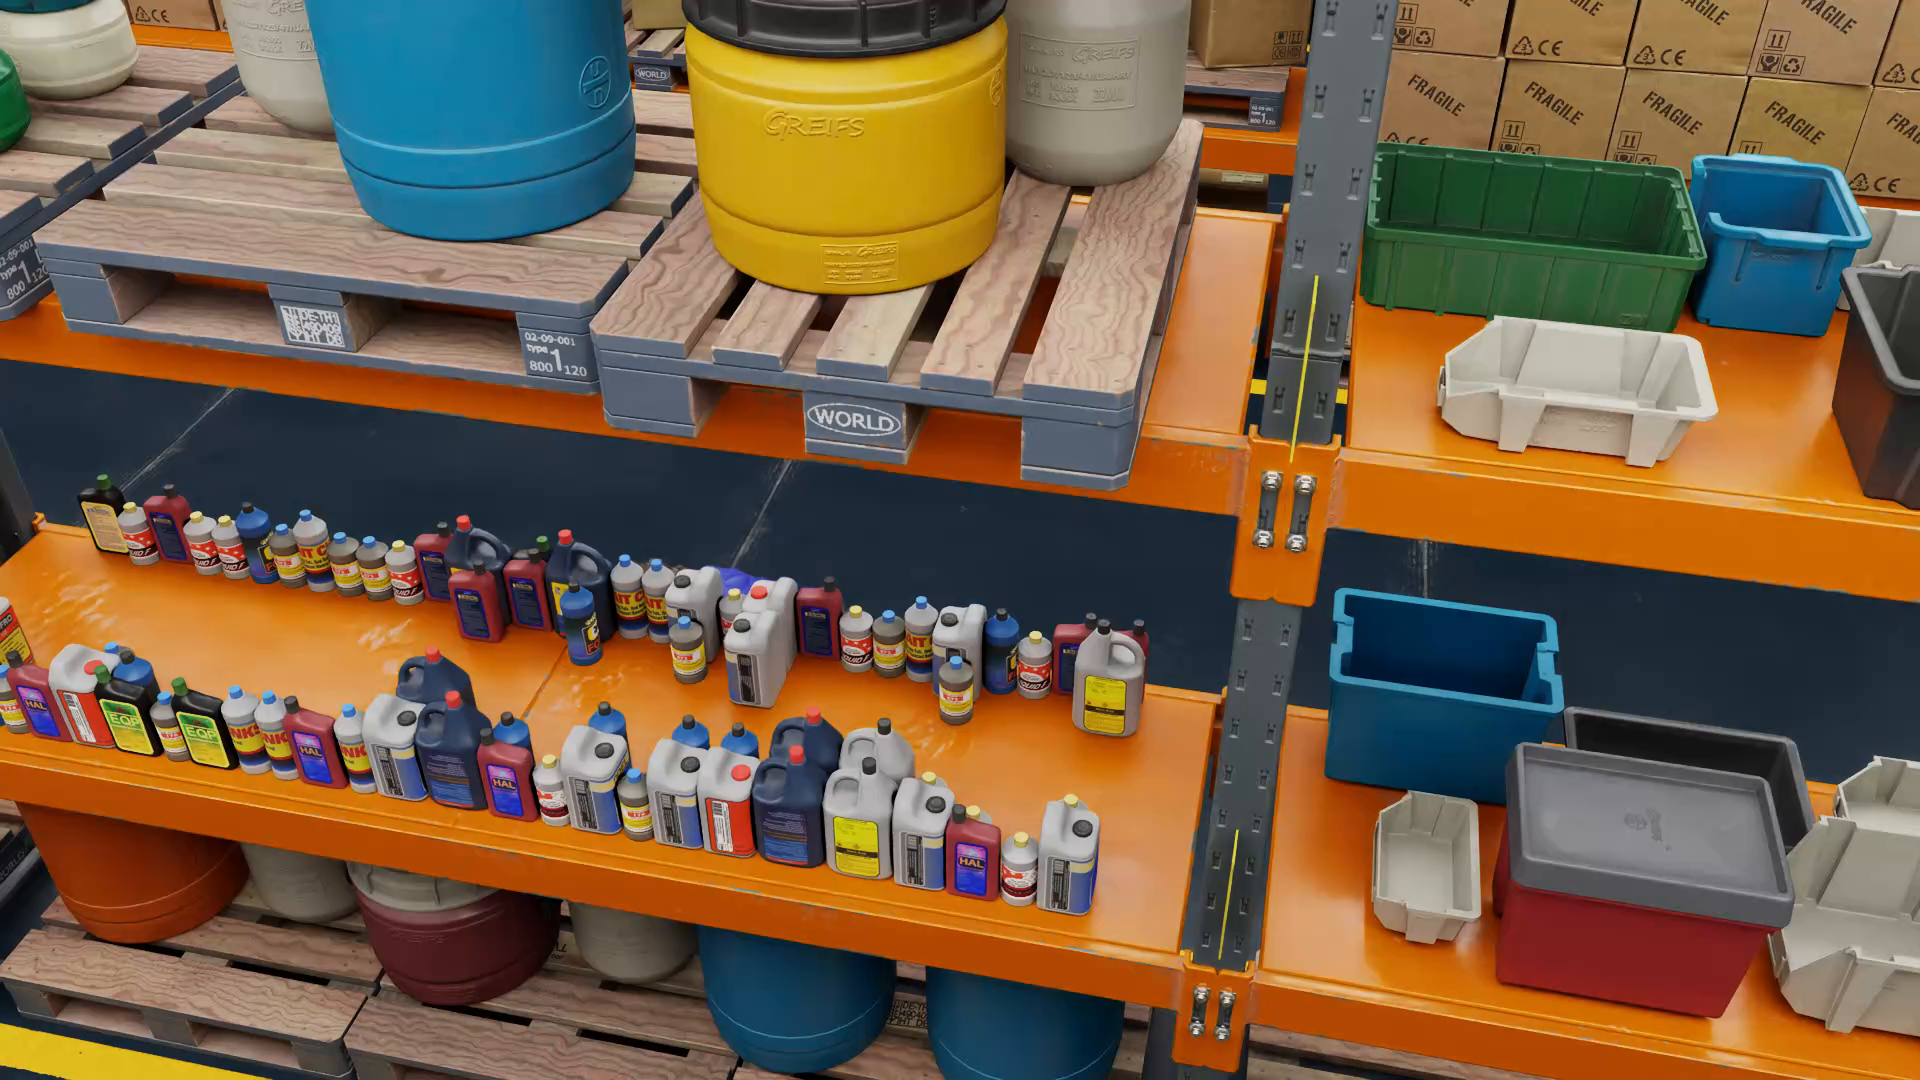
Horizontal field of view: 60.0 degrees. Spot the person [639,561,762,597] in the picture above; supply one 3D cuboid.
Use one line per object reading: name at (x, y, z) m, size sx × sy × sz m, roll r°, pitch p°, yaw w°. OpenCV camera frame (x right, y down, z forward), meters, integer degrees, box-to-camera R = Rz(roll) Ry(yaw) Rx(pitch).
person at (-0.819, 0.445, 6.232) m, size 0.814 × 0.861 × 0.481 m, roll 7°, pitch 37°, yaw 9°
